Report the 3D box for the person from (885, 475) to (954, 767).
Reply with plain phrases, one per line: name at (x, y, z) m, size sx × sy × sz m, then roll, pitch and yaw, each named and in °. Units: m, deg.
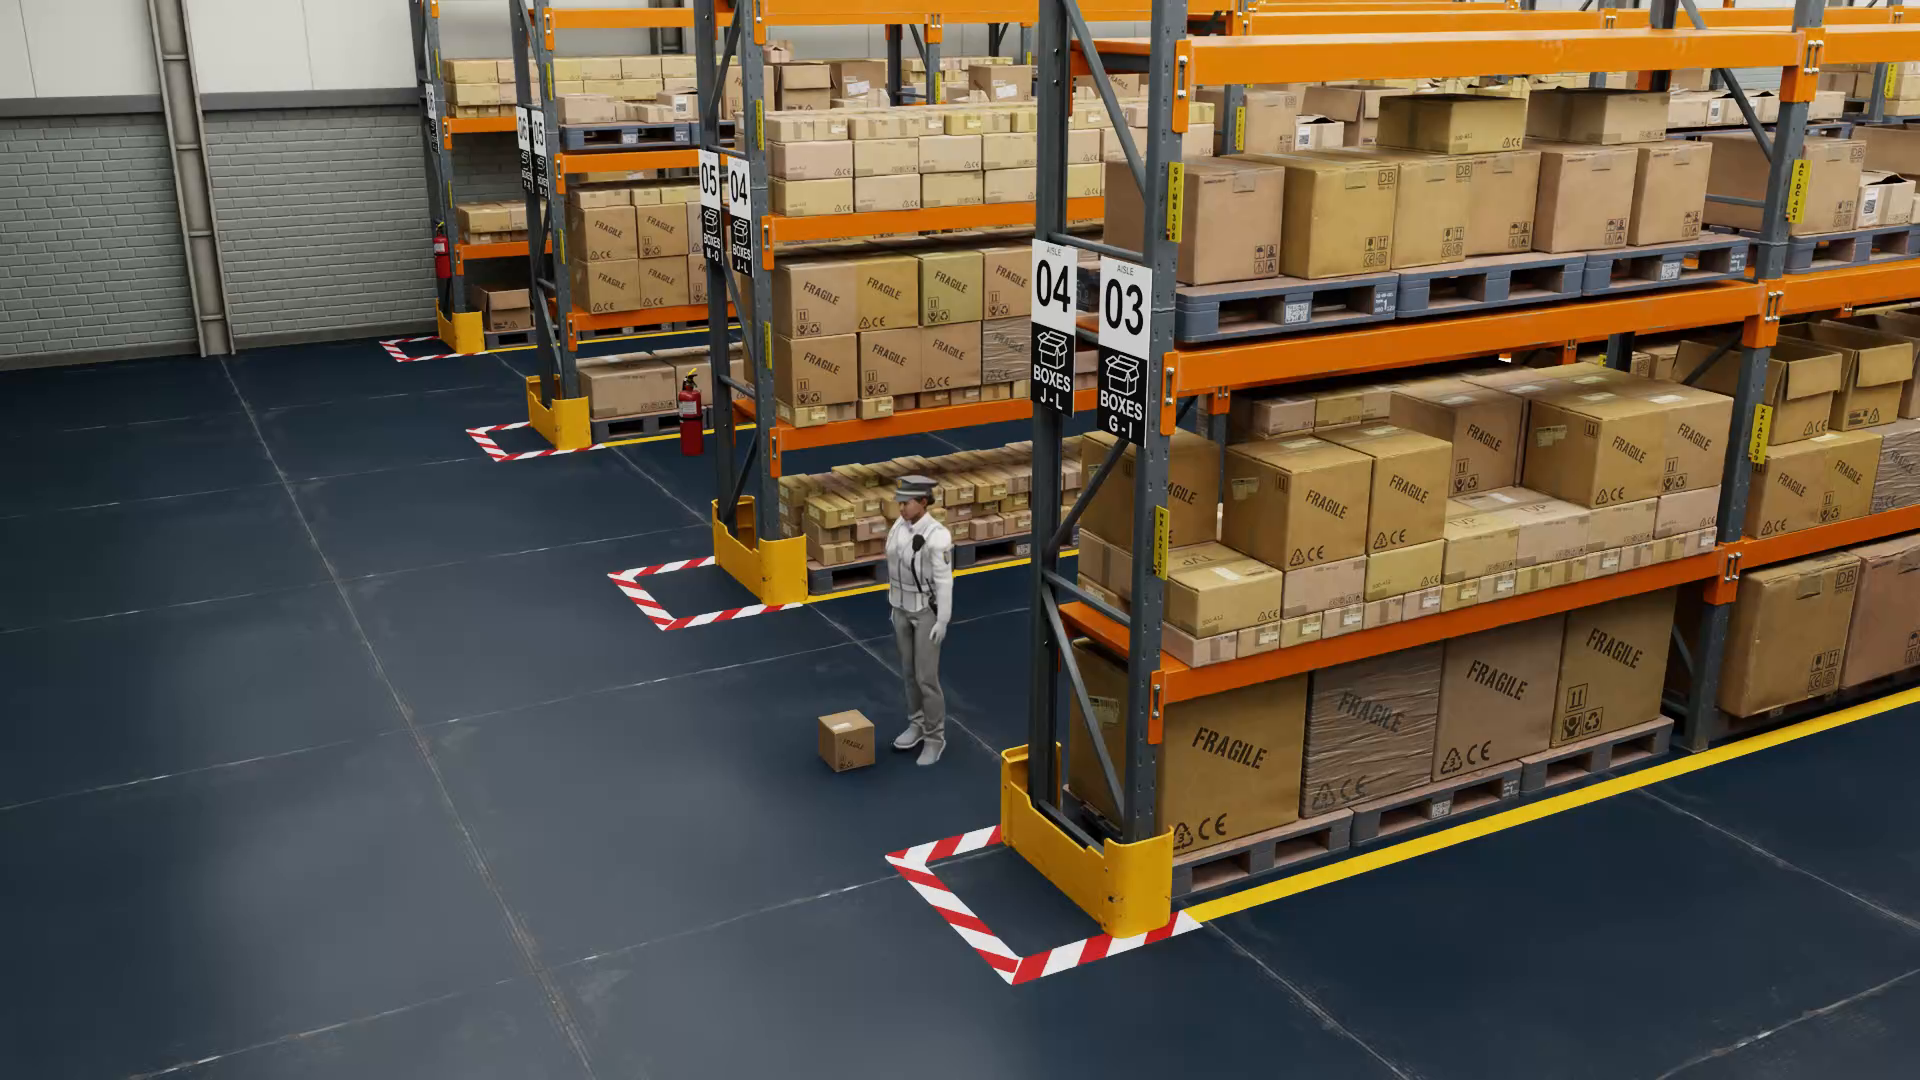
person at (-0.261, 0.458, 9.730) m, size 0.377 × 1.727 × 0.520 m, roll -17°, pitch 25°, yaw -41°
